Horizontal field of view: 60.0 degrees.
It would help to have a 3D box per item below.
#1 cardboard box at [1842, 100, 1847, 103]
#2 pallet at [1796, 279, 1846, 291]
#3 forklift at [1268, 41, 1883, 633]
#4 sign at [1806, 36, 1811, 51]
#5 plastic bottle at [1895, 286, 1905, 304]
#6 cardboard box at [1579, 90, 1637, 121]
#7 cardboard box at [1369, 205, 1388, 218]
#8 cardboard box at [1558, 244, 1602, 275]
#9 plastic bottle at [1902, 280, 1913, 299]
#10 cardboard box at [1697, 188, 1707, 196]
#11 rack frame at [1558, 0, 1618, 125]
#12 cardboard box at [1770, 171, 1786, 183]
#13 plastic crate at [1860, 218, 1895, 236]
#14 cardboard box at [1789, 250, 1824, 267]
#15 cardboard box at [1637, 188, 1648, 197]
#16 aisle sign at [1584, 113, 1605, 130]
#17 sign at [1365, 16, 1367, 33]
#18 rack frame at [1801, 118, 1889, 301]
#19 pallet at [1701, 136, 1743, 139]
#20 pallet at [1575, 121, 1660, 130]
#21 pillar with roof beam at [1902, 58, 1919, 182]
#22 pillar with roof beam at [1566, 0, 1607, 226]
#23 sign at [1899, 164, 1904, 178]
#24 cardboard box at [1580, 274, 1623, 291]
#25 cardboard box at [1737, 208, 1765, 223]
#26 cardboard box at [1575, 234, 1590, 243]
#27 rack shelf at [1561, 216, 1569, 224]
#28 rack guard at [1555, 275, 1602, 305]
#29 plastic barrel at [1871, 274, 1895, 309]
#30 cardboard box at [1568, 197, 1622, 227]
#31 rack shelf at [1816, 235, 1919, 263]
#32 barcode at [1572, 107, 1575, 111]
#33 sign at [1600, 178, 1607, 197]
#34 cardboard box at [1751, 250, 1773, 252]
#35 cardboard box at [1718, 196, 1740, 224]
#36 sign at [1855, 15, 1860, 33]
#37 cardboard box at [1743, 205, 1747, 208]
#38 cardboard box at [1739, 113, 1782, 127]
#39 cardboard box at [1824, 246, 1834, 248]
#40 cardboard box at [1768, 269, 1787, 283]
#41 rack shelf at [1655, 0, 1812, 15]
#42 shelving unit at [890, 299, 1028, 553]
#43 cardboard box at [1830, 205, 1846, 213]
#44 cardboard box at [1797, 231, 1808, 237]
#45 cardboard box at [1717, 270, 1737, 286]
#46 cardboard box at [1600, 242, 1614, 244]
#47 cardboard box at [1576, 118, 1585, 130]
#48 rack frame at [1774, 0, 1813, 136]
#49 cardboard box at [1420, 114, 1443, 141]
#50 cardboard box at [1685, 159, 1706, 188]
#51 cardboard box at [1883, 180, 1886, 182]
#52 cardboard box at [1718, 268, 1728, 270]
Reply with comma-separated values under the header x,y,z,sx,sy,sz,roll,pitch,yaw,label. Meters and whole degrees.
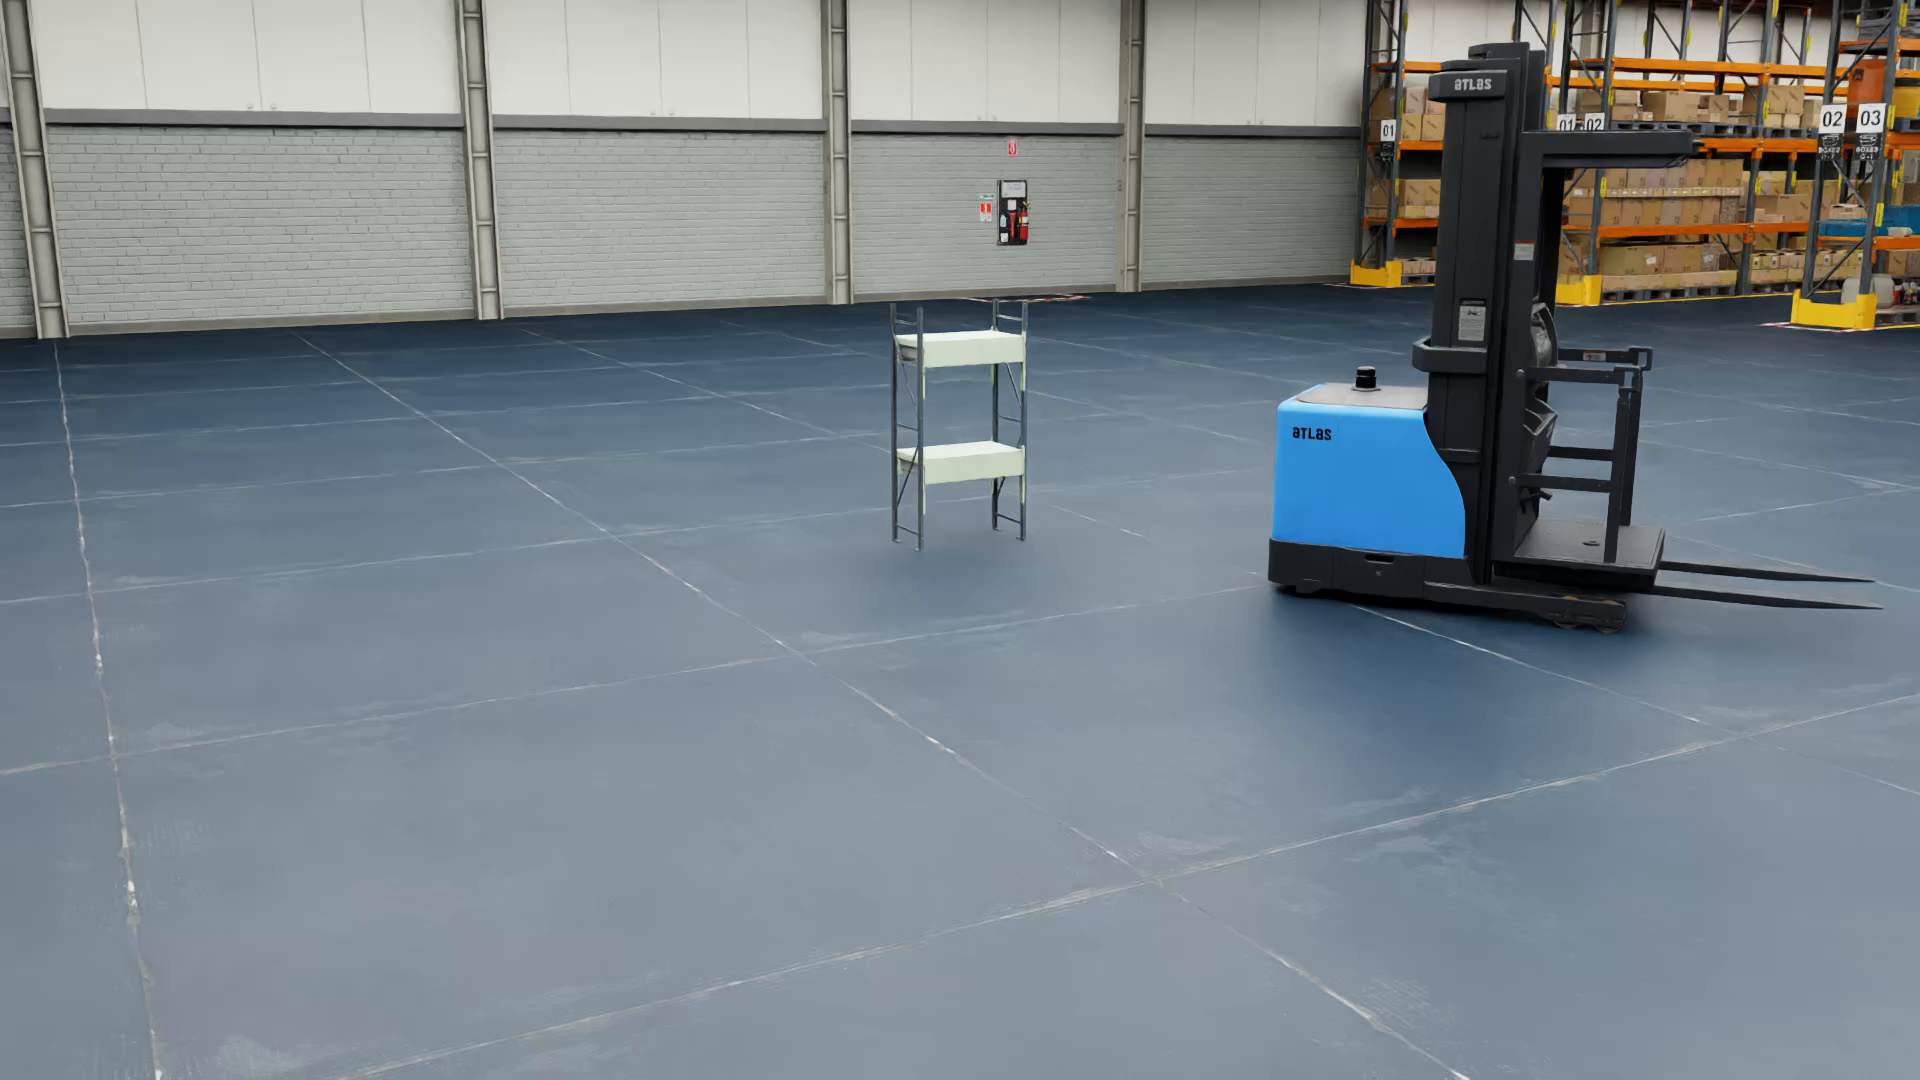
x,y,z,sx,sy,sz,roll,pitch,yaw,label
20.425,-9.971,38.701,0.500,0.500,0.500,-7,14,-28,cardboard box
16.910,-5.018,32.424,1.213,0.211,1.003,-7,14,-28,pallet
3.280,-1.088,8.768,3.031,2.935,1.130,6,14,25,forklift
19.056,-11.150,37.350,0.005,0.325,0.100,-7,14,-28,sign
14.687,-3.828,25.973,0.133,0.283,0.061,-7,14,-28,plastic bottle
11.136,-7.462,28.592,0.637,0.503,0.797,-6,14,-24,cardboard box
8.570,-6.593,33.368,0.500,0.250,0.500,-7,14,-27,cardboard box
10.957,-4.958,29.408,0.500,0.500,0.500,-7,14,-28,cardboard box
14.901,-3.914,26.202,0.185,0.351,0.144,-6,14,-26,plastic bottle
13.110,-6.225,29.732,0.250,0.149,0.380,-7,14,-28,cardboard box
10.629,-8.542,28.071,0.127,3.000,1.000,-7,14,-28,rack frame
18.498,-8.303,38.013,0.500,0.250,0.500,-6,14,-26,cardboard box
13.868,-4.765,25.291,0.408,0.251,0.499,-7,14,-28,plastic crate
15.971,-5.331,31.493,0.500,0.311,0.500,-6,14,-26,cardboard box
11.749,-6.061,29.003,0.250,0.149,0.380,-7,14,-29,cardboard box
10.718,-6.818,28.151,0.004,0.787,0.394,-7,14,-28,aisle sign
8.004,-10.139,32.676,0.005,0.325,0.100,-7,14,-28,sign
12.999,-4.660,24.486,0.127,3.000,1.000,-7,14,-28,rack frame
16.794,-8.979,37.272,1.213,0.211,1.003,-6,14,-25,pallet
11.262,-7.105,28.718,1.213,0.211,1.003,-7,14,-28,pallet
26.314,-10.801,38.106,0.400,9.000,9.100,-7,14,-28,pillar with roof beam
15.782,-9.538,32.497,0.400,9.000,9.100,-7,14,-28,pillar with roof beam
22.544,-8.827,39.824,0.005,0.325,0.100,-7,14,-28,sign
11.207,-4.492,29.045,0.500,0.250,0.500,-7,14,-28,cardboard box
14.551,-6.023,30.883,0.500,0.250,0.500,-6,14,-24,cardboard box
13.241,-6.535,35.797,0.500,0.250,0.500,-7,15,-29,cardboard box
13.519,-6.850,35.853,4.000,0.370,1.077,-7,14,-28,rack shelf
10.608,-4.393,28.992,0.348,0.500,1.175,-7,14,-28,rack guard
13.980,-3.788,25.320,0.421,0.512,0.421,0,13,0,plastic barrel
11.045,-5.711,28.926,0.500,0.500,0.700,-7,14,-28,cardboard box
14.755,-4.520,25.500,4.000,0.370,1.077,-7,14,-28,rack shelf
10.663,-7.487,28.890,0.075,0.075,0.001,-7,14,-28,barcode
10.890,-5.969,28.147,0.005,0.325,0.100,-7,14,-28,sign
15.251,-5.379,31.708,0.500,0.311,0.500,-7,14,-28,cardboard box
13.754,-6.037,30.375,0.500,0.500,0.700,-7,15,-29,cardboard box
17.383,-9.982,32.159,0.005,0.325,0.100,-7,14,-28,sign
17.715,-7.527,37.752,0.250,0.149,0.380,-7,14,-28,cardboard box
14.686,-7.694,30.520,0.500,0.250,0.500,-5,14,-22,cardboard box
20.385,-6.982,39.539,0.500,0.500,0.700,-6,14,-27,cardboard box
15.062,-4.948,31.069,0.500,0.250,0.500,-6,14,-26,cardboard box
17.030,-11.819,36.699,4.000,0.370,1.077,-7,14,-28,rack shelf
-0.006,-0.731,10.441,0.755,1.500,0.431,-7,14,-28,shelving unit
16.773,-6.357,32.226,0.500,0.311,0.500,-7,14,-29,cardboard box
19.879,-7.194,39.002,0.250,0.149,0.380,-6,14,-26,cardboard box
13.838,-4.809,30.451,0.500,0.250,0.500,-7,14,-28,cardboard box
13.737,-6.231,36.156,0.500,0.500,0.700,-7,14,-28,cardboard box
12.822,-8.722,34.949,0.500,0.311,0.500,-6,14,-26,cardboard box
18.785,-10.759,37.920,0.127,3.000,1.000,-7,14,-28,rack frame
9.154,-8.128,32.790,0.500,0.500,0.500,-6,14,-24,cardboard box
12.871,-6.564,29.762,0.500,0.500,0.700,-7,14,-28,cardboard box
21.853,-8.344,40.169,0.700,0.700,0.980,-6,14,-25,cardboard box
14.365,-4.999,31.297,0.500,0.250,0.500,-7,14,-28,cardboard box
